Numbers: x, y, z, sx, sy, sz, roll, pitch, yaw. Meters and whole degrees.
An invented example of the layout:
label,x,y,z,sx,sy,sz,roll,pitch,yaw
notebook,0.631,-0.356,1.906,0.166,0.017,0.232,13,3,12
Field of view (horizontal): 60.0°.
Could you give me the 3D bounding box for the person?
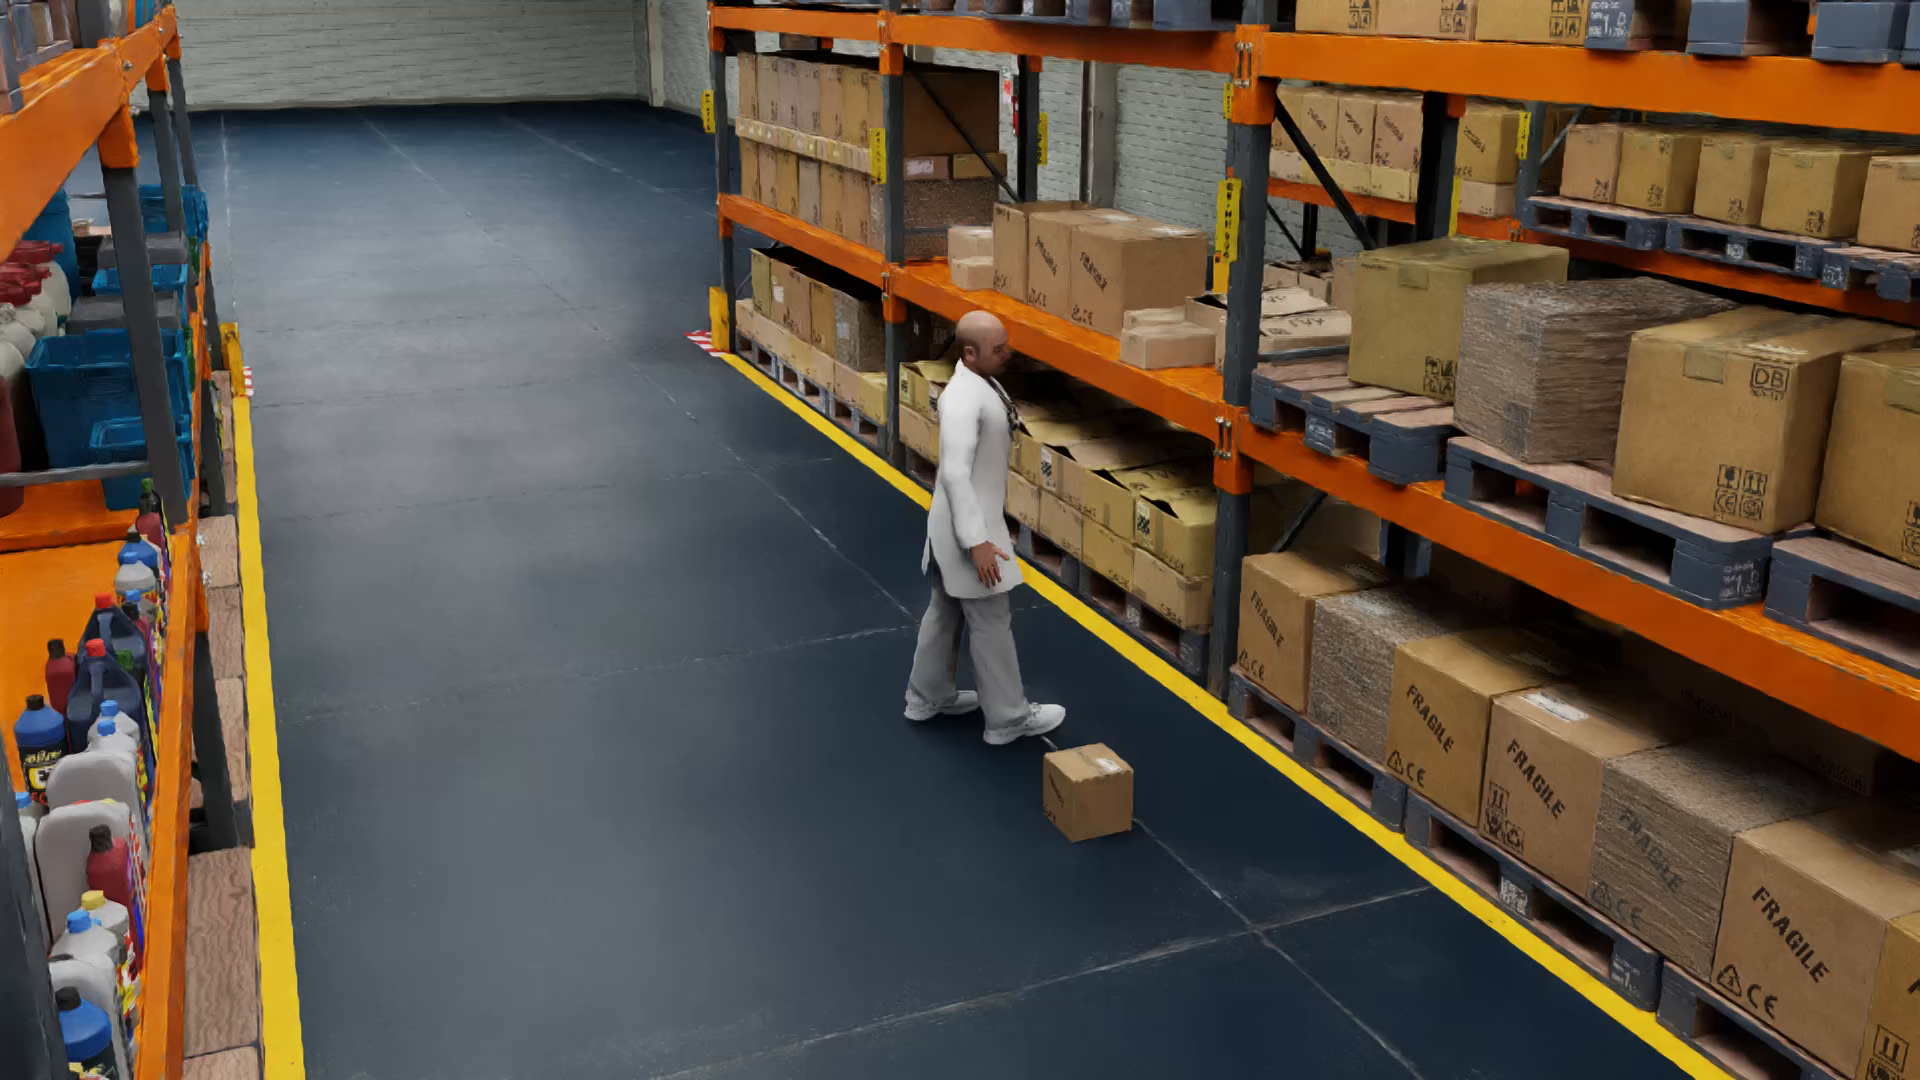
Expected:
label,x,y,z,sx,sy,sz,roll,pitch,yaw
person,0.101,-0.041,6.674,0.678,1.775,0.707,0,19,0
